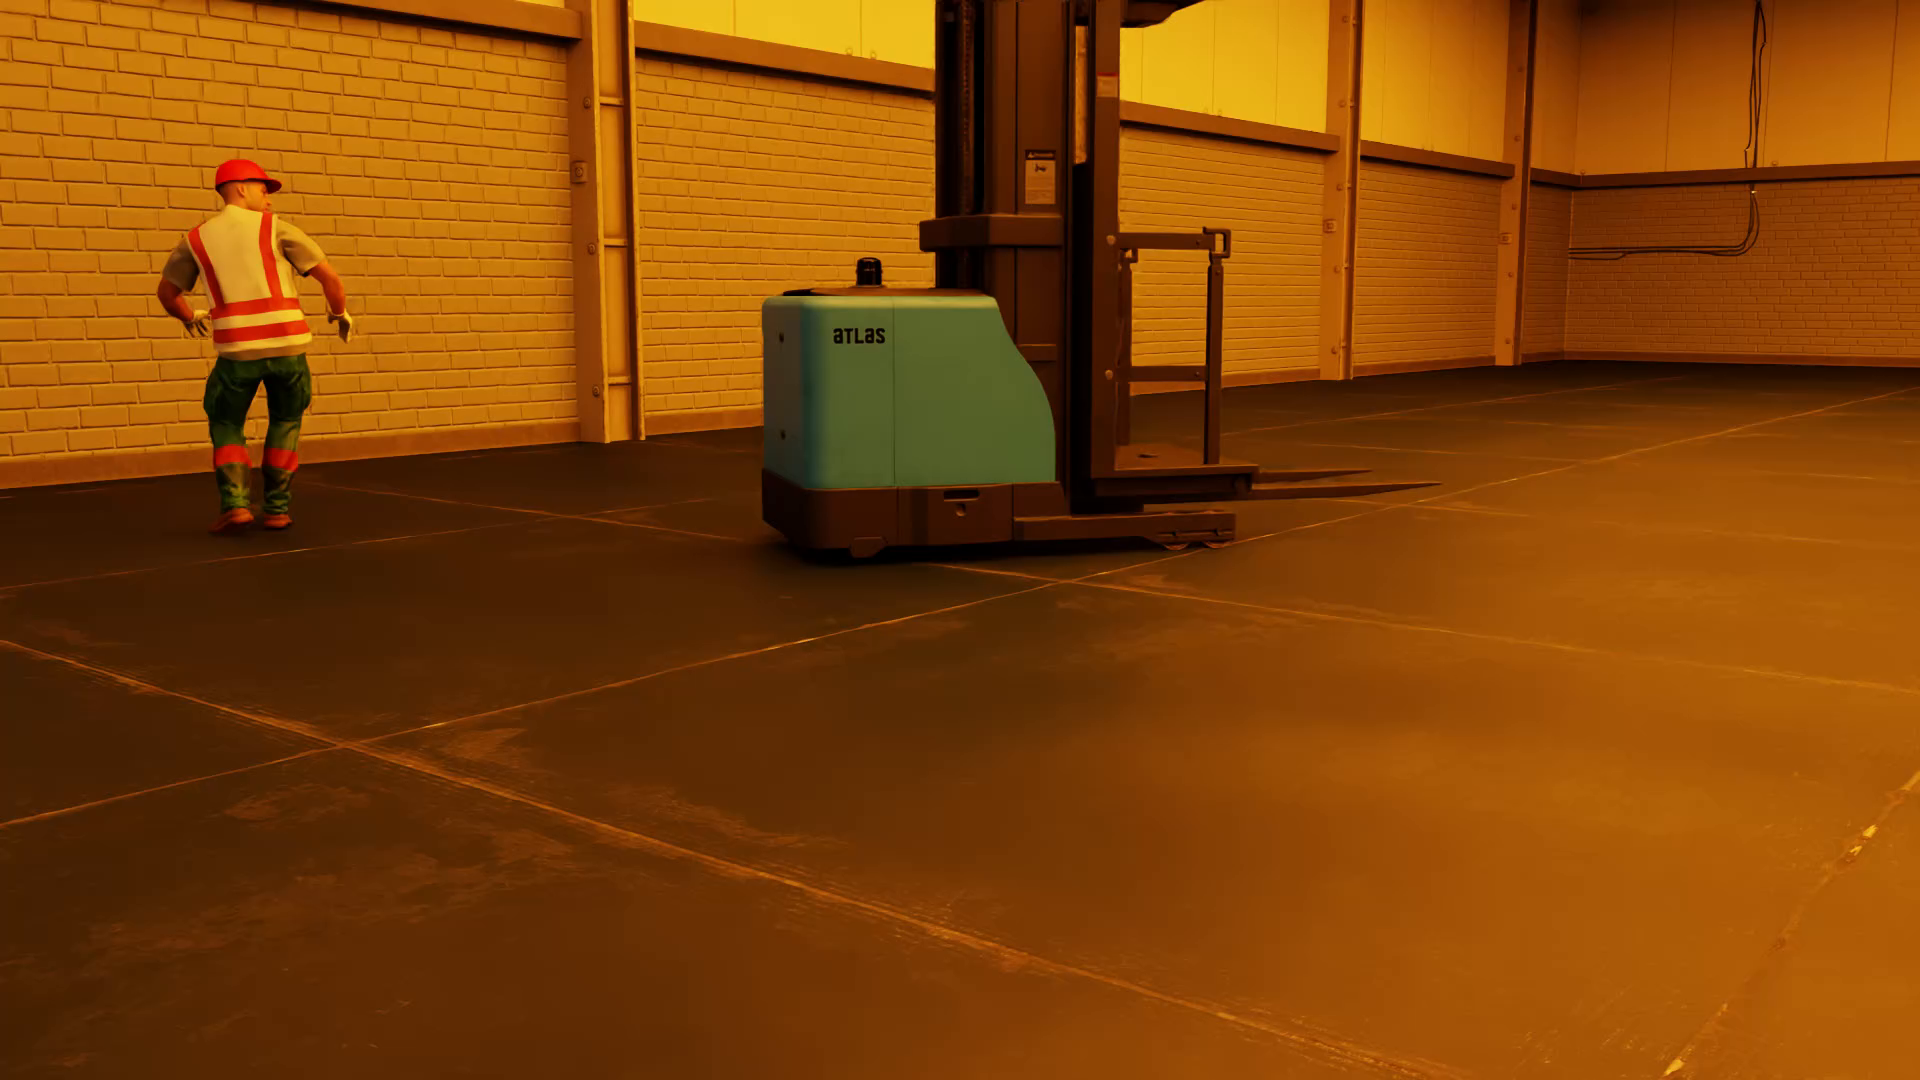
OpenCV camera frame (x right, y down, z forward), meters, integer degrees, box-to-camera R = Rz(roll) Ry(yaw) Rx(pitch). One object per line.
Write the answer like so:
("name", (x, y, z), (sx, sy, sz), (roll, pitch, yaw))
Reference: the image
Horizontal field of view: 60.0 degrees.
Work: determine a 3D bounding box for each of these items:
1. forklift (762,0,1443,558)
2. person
("forklift", (0.682, -1.475, 7.360), (3.031, 2.935, 1.130), (-3, 9, -17))
("person", (-3.231, -0.891, 7.666), (0.821, 1.686, 0.726), (-3, 9, -20))
